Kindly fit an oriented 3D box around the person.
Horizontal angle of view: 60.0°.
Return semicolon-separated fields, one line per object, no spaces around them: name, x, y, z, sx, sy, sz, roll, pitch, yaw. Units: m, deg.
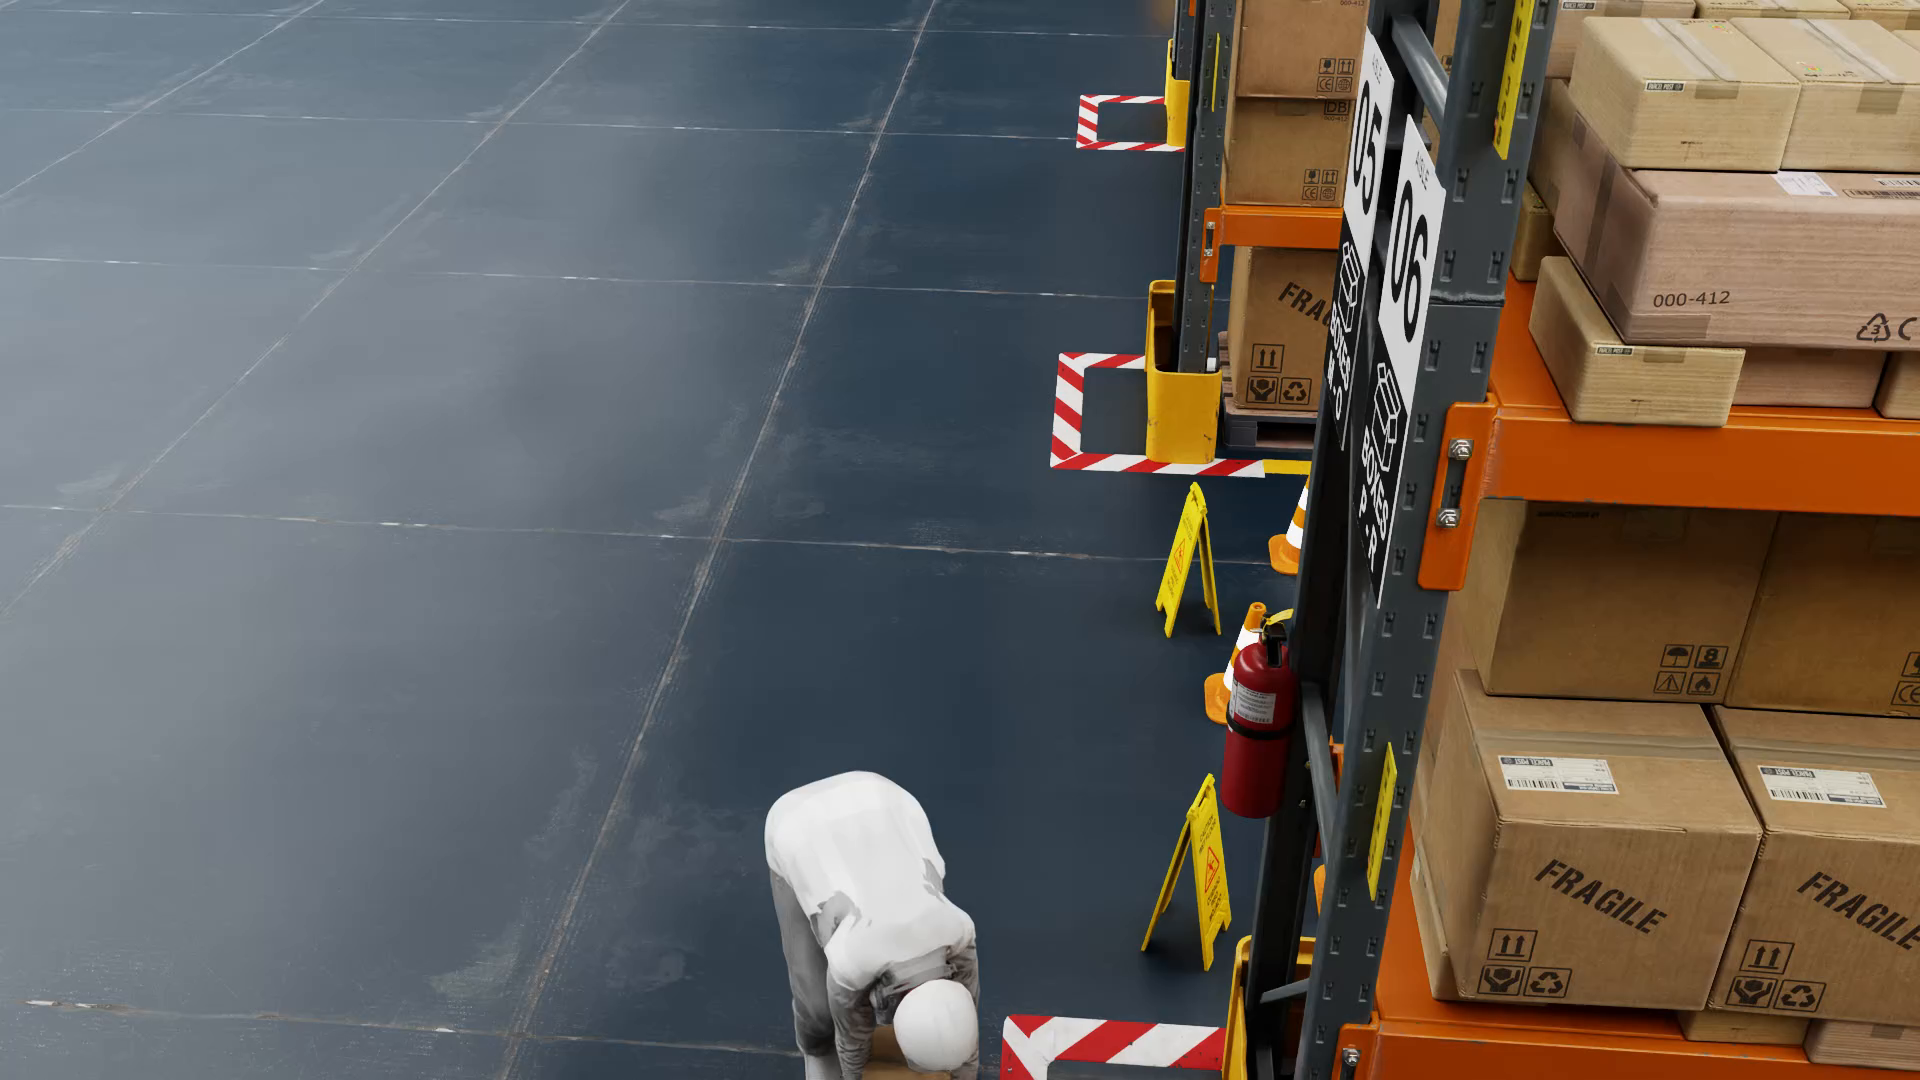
person;-0.210;1.270;4.765;0.499;1.029;1.002;-14;34;-21
